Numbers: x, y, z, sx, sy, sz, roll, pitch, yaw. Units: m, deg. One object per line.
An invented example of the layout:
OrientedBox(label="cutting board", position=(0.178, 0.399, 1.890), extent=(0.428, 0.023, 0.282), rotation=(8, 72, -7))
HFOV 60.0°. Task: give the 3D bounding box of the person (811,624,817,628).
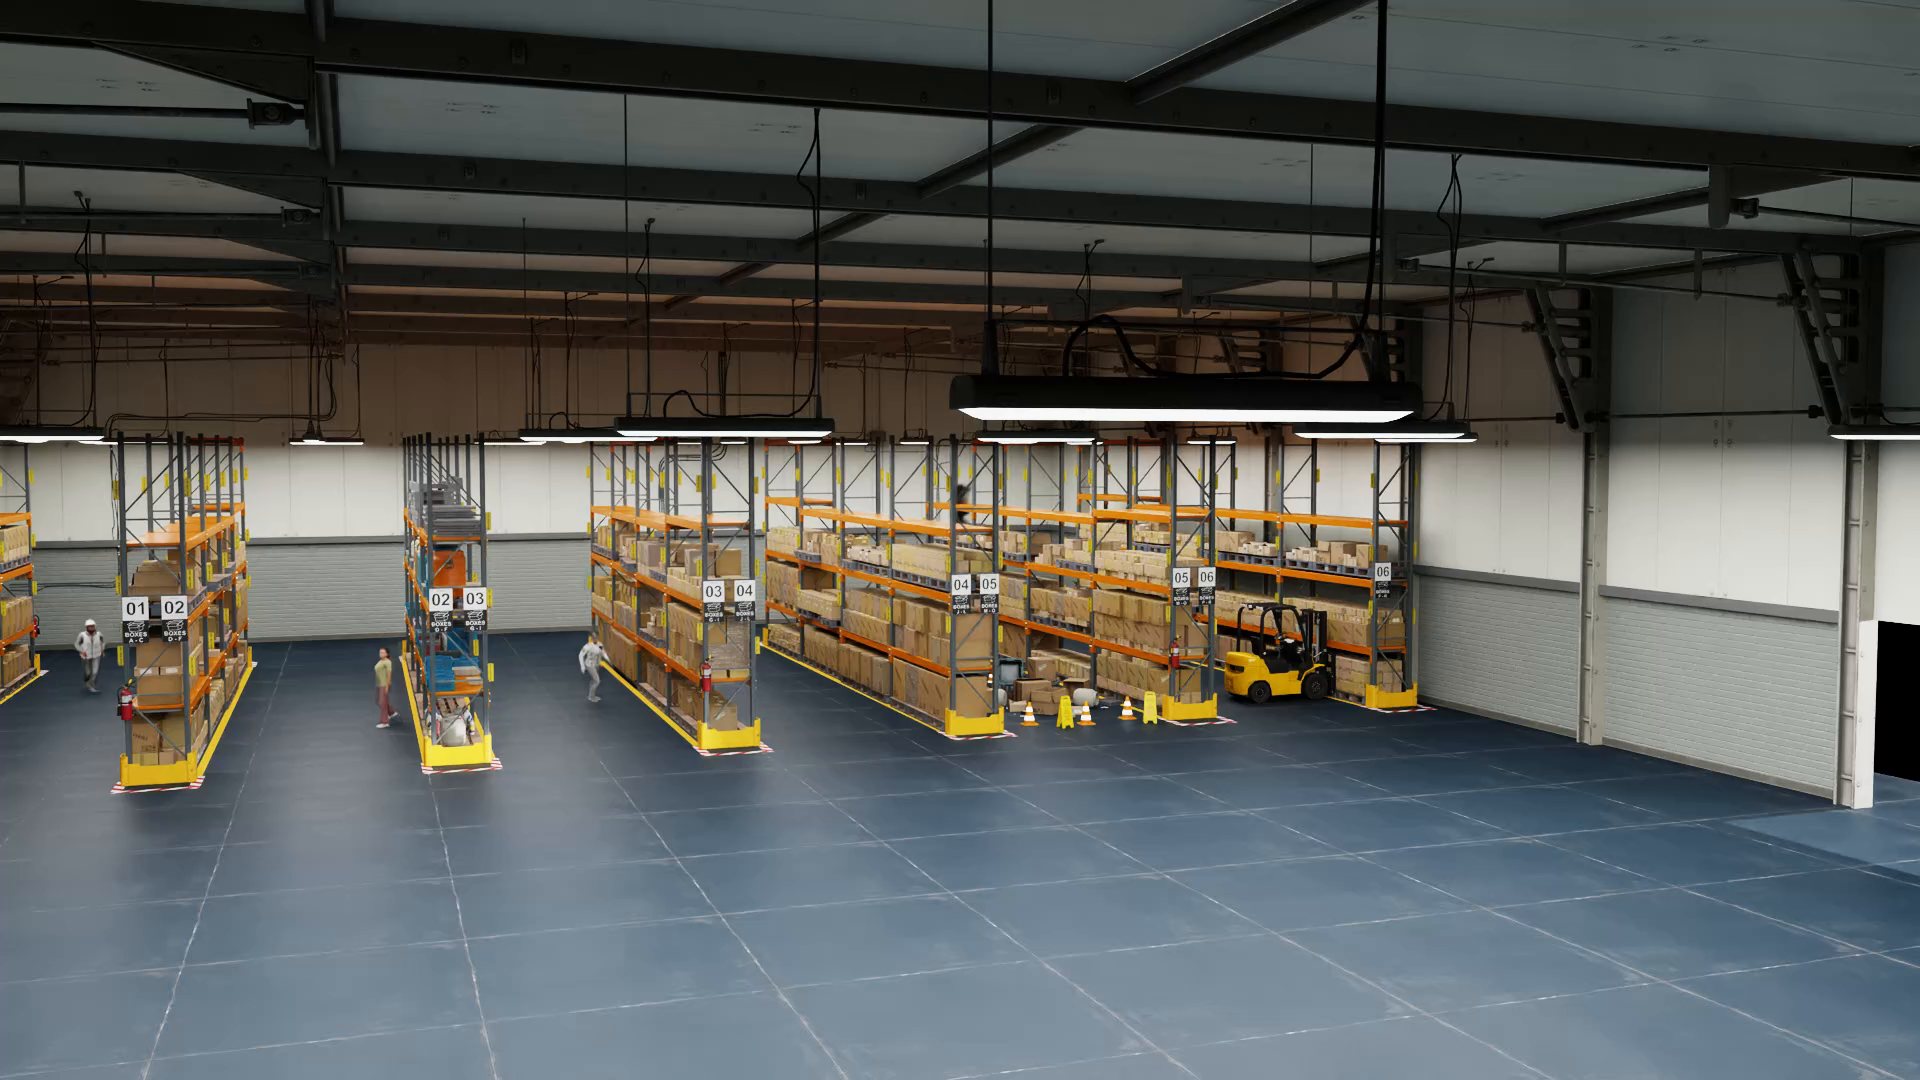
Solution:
OrientedBox(label="person", position=(-4.753, 2.023, 51.147), extent=(0.662, 1.781, 0.856), rotation=(2, 4, 32))

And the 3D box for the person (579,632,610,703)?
OrientedBox(label="person", position=(-8.216, 2.872, 37.504), extent=(0.757, 1.629, 0.607), rotation=(2, 4, 27))

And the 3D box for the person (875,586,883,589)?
OrientedBox(label="person", position=(-2.301, 2.213, 47.611), extent=(0.673, 1.798, 0.814), rotation=(-2, 4, -31))

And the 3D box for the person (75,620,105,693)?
OrientedBox(label="person", position=(-20.393, 2.715, 38.992), extent=(0.657, 1.723, 0.680), rotation=(-2, 4, -35))

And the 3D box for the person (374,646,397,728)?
OrientedBox(label="person", position=(-11.819, 2.997, 34.182), extent=(0.671, 1.663, 0.610), rotation=(3, 4, 43))
